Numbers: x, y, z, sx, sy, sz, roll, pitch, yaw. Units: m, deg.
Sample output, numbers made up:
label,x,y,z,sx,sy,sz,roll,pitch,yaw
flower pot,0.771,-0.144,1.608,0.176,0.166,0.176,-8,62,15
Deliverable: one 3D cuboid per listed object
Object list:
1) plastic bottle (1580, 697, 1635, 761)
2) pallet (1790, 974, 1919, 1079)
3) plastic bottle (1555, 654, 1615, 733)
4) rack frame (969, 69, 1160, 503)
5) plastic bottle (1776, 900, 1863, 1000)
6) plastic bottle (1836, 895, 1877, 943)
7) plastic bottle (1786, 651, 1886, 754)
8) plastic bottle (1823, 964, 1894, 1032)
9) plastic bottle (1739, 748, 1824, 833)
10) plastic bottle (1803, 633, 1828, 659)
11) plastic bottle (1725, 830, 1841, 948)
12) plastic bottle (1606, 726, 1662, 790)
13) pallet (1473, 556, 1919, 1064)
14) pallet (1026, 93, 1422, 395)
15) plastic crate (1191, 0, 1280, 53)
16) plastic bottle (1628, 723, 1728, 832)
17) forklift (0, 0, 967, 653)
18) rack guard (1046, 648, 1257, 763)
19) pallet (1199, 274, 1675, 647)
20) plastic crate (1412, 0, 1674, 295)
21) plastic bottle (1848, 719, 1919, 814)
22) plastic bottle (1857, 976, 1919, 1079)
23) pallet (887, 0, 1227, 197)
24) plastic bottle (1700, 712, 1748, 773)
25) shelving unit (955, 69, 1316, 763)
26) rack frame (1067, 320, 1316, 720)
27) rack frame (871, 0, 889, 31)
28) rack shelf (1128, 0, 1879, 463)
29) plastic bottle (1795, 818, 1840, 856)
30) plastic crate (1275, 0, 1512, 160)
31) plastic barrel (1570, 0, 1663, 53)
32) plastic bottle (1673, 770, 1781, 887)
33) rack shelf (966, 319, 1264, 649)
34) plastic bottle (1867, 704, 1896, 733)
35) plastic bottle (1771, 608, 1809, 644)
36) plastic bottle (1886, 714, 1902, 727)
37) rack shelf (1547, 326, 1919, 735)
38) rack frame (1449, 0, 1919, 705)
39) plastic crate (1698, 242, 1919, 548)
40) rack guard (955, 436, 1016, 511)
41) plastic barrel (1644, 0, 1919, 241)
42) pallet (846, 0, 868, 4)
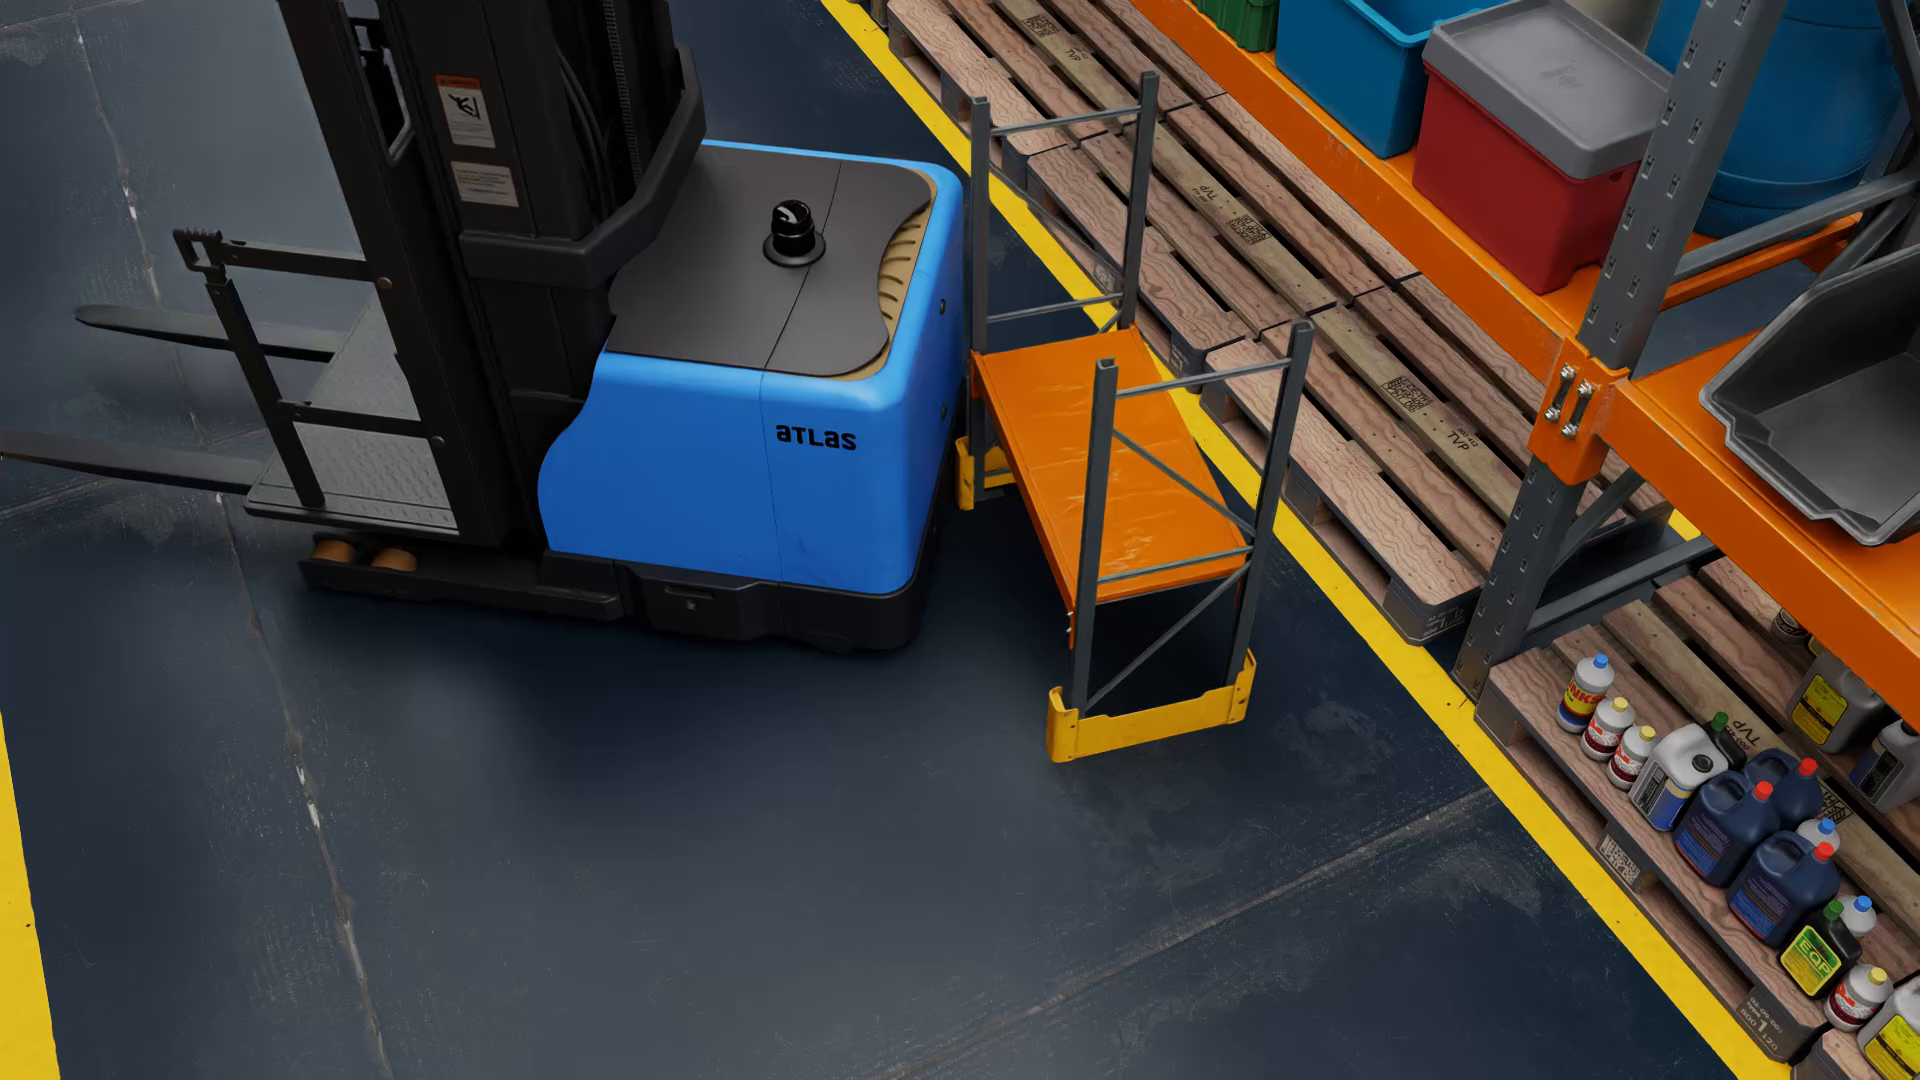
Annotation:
label,x,y,z,sx,sy,sz,roll,pitch,yaw
plastic bottle,1.718,0.489,4.397,0.097,0.201,0.097,0,49,0
pallet,2.748,1.479,3.816,1.003,0.211,1.213,-21,52,-18
plastic bottle,1.671,0.398,4.430,0.097,0.271,0.097,0,49,0
rack frame,0.274,-0.673,4.842,0.500,1.500,0.032,-12,50,-10
plastic bottle,2.040,0.964,3.927,0.061,0.283,0.133,-19,52,-16
plastic bottle,2.103,0.928,3.965,0.097,0.271,0.097,0,49,0
plastic bottle,2.338,0.389,4.385,0.144,0.351,0.185,-21,52,-18
plastic bottle,2.111,1.063,3.894,0.097,0.201,0.097,0,49,0
plastic bottle,2.044,0.641,4.164,0.144,0.351,0.185,-21,52,-18
plastic bottle,2.429,0.238,4.562,0.061,0.283,0.133,-19,51,-16
plastic bottle,2.002,0.817,4.010,0.144,0.351,0.185,-23,53,-19
plastic bottle,1.764,0.557,4.337,0.097,0.201,0.097,0,49,0
pallet,2.185,0.662,4.531,1.003,0.211,1.213,-21,52,-18
pallet,0.959,-1.132,6.100,1.003,0.211,1.213,-21,52,-18
plastic crate,0.867,-1.719,4.901,0.450,0.188,0.662,-21,52,-18
plastic bottle,1.843,0.603,4.247,0.152,0.276,0.135,-19,52,-16
forklift,-1.544,-1.168,4.324,3.031,2.935,1.130,7,49,6
rack guard,0.534,0.463,4.679,0.587,0.250,0.087,-12,50,-10
pallet,1.521,-0.314,5.385,1.003,0.211,1.213,-21,52,-18
plastic crate,1.422,-0.960,4.054,0.402,0.464,0.583,-21,52,-18
plastic bottle,2.434,0.560,4.285,0.152,0.276,0.135,-21,52,-18
plastic bottle,2.196,1.101,3.762,0.144,0.351,0.185,-22,52,-18
pallet,0.405,-1.947,6.813,1.003,0.211,1.213,-21,52,-18
plastic bottle,1.938,0.564,4.277,0.061,0.283,0.133,-21,52,-18
shelving unit,0.404,-0.310,4.525,0.587,1.500,1.083,-12,50,-10
rack frame,0.539,0.066,4.196,0.500,1.500,0.032,-12,50,-10
rack frame,0.085,-3.397,6.228,1.000,3.000,0.127,-21,52,-18
rack shelf,1.000,-1.822,5.328,1.077,0.370,4.000,-21,52,-18
plastic bottle,2.089,0.772,4.102,0.097,0.271,0.097,0,49,0
plastic crate,1.134,-1.346,4.445,0.392,0.384,0.575,-21,52,-18
plastic barrel,1.672,-1.481,4.462,0.433,0.535,0.433,0,49,0
plastic bottle,1.916,0.690,4.121,0.144,0.351,0.185,-20,52,-17
rack shelf,0.406,-0.185,4.654,0.538,0.185,1.000,-12,50,-10
plastic bottle,2.466,0.339,4.428,0.144,0.351,0.185,-22,53,-18
plastic bottle,2.358,0.192,4.656,0.097,0.201,0.097,0,49,0
plastic bottle,2.554,0.467,4.316,0.144,0.351,0.185,-24,53,-19
rack shelf,2.830,0.855,2.987,1.077,0.370,4.000,-21,52,-18
rack frame,1.915,-0.720,3.887,1.000,3.000,0.127,-21,52,-18
plastic crate,2.042,-0.305,3.566,0.767,0.338,0.504,-21,52,-18
rack guard,0.274,-0.260,5.312,0.587,0.250,0.087,-12,50,-10
plastic barrel,2.008,-1.248,4.016,0.600,0.901,0.708,-21,52,-18
pallet,-0.313,-2.992,7.727,1.003,0.211,1.213,-21,52,-18
